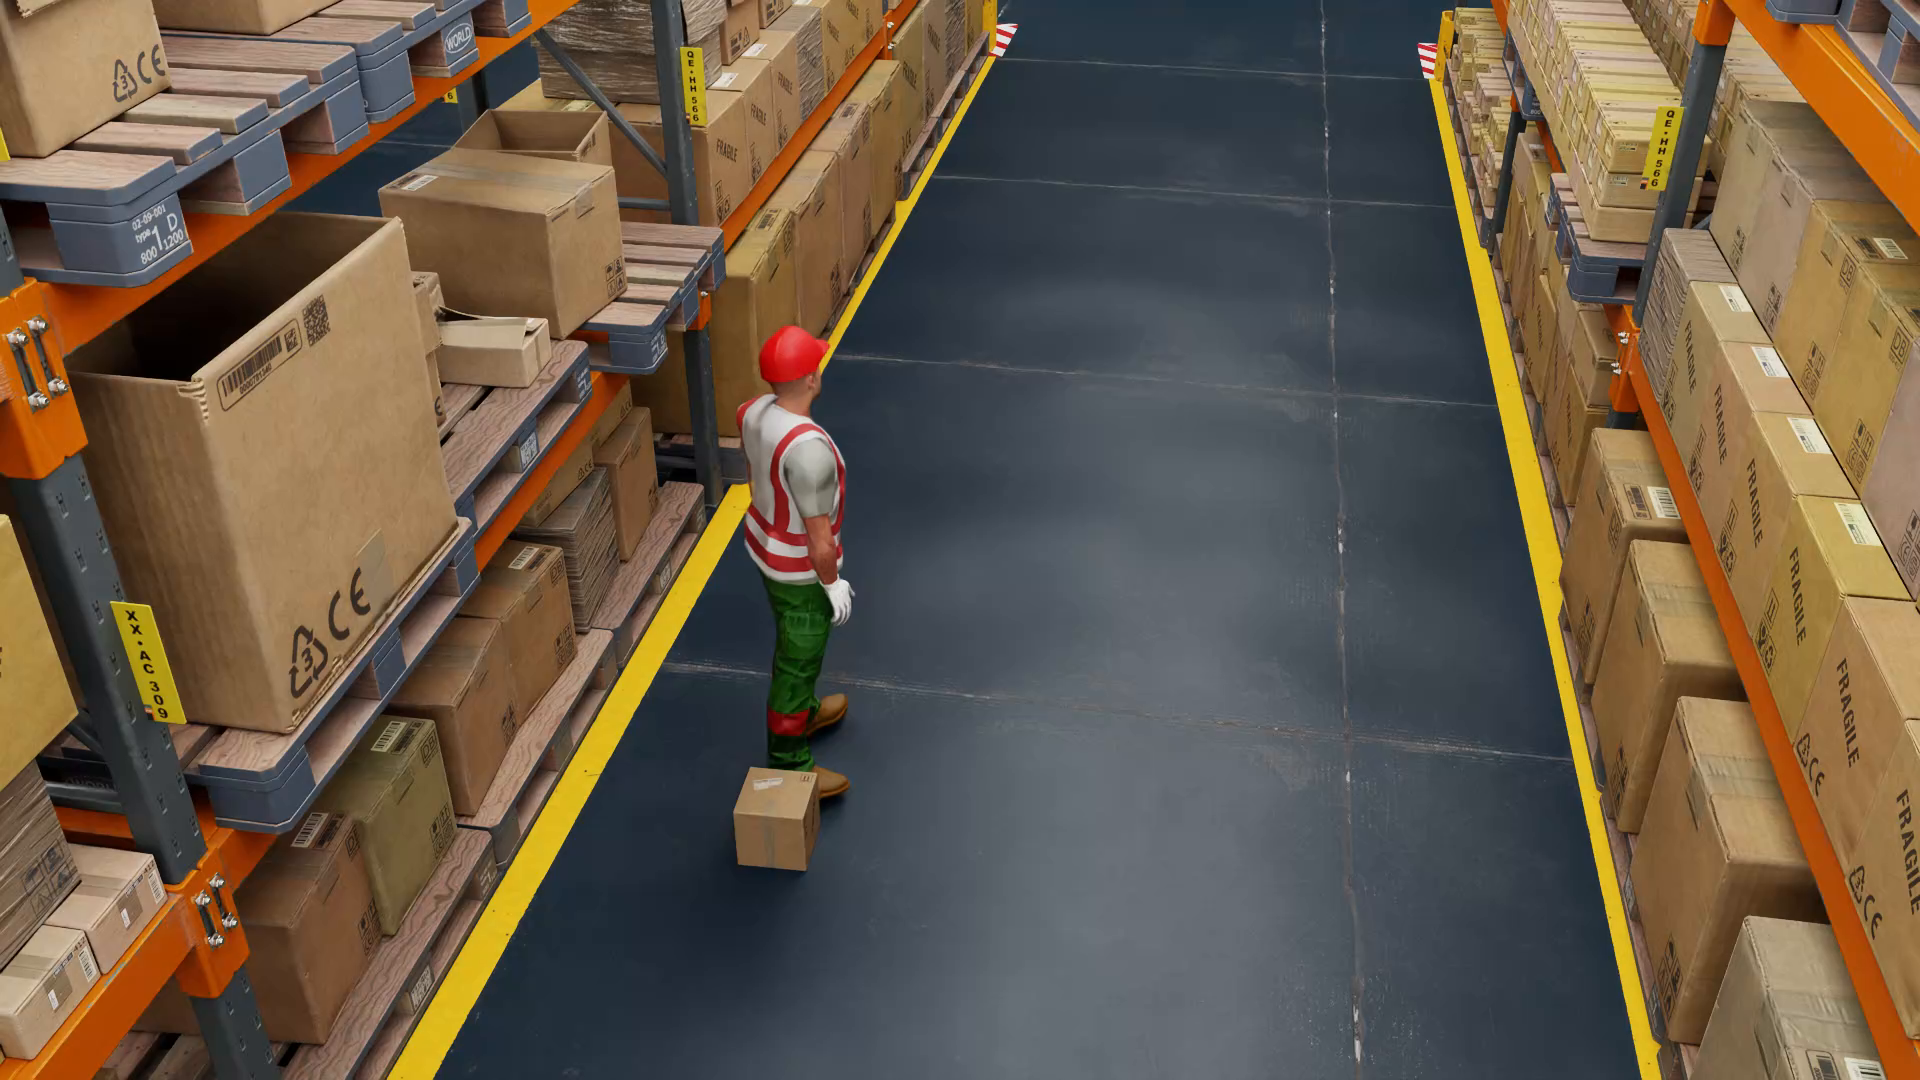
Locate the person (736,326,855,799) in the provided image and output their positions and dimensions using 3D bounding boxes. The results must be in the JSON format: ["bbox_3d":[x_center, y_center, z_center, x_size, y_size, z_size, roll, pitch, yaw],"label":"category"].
[{"bbox_3d":[-0.566,0.062,5.967,0.453,1.791,0.593,-15,35,-22],"label":"person"}]
